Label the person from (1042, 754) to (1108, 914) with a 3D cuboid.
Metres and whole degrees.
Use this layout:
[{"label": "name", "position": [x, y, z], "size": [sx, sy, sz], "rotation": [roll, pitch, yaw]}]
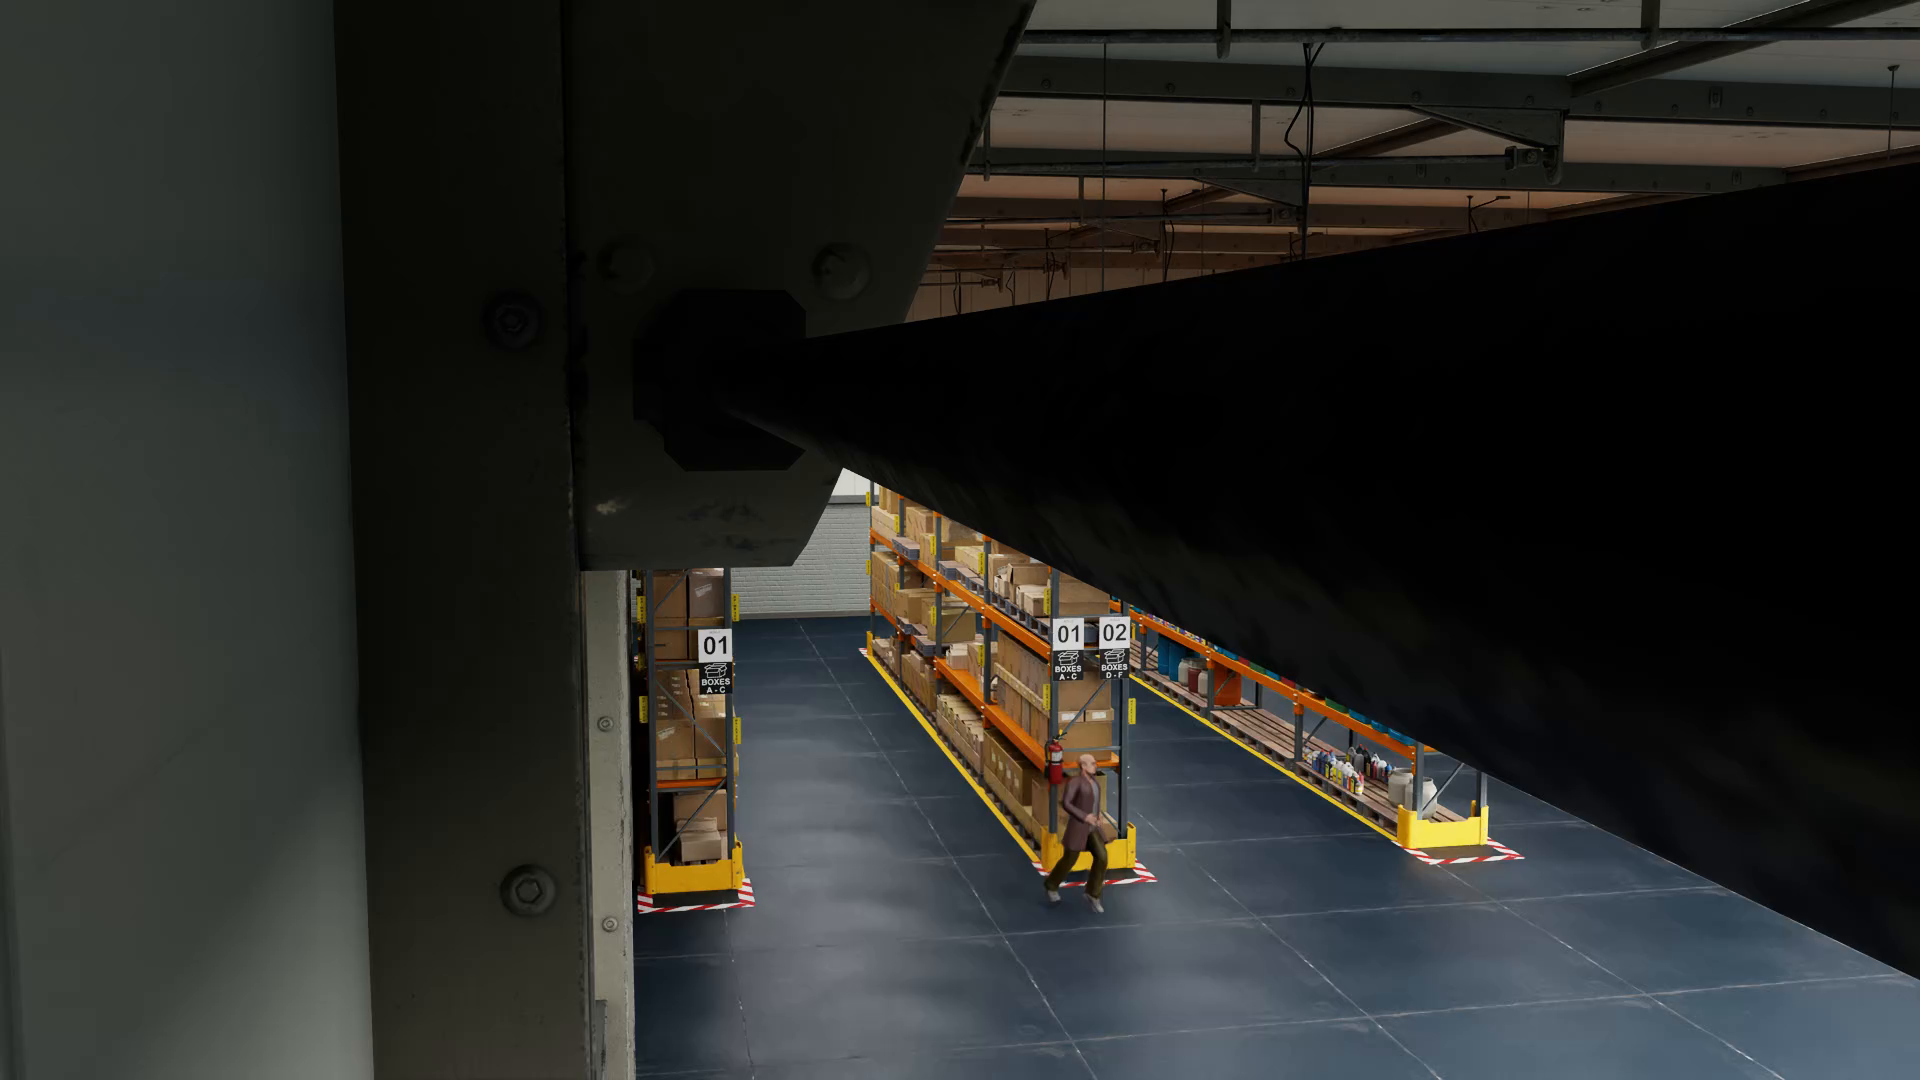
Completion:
[{"label": "person", "position": [1.451, 3.424, 19.600], "size": [0.837, 1.805, 0.763], "rotation": [5, 8, 42]}]
